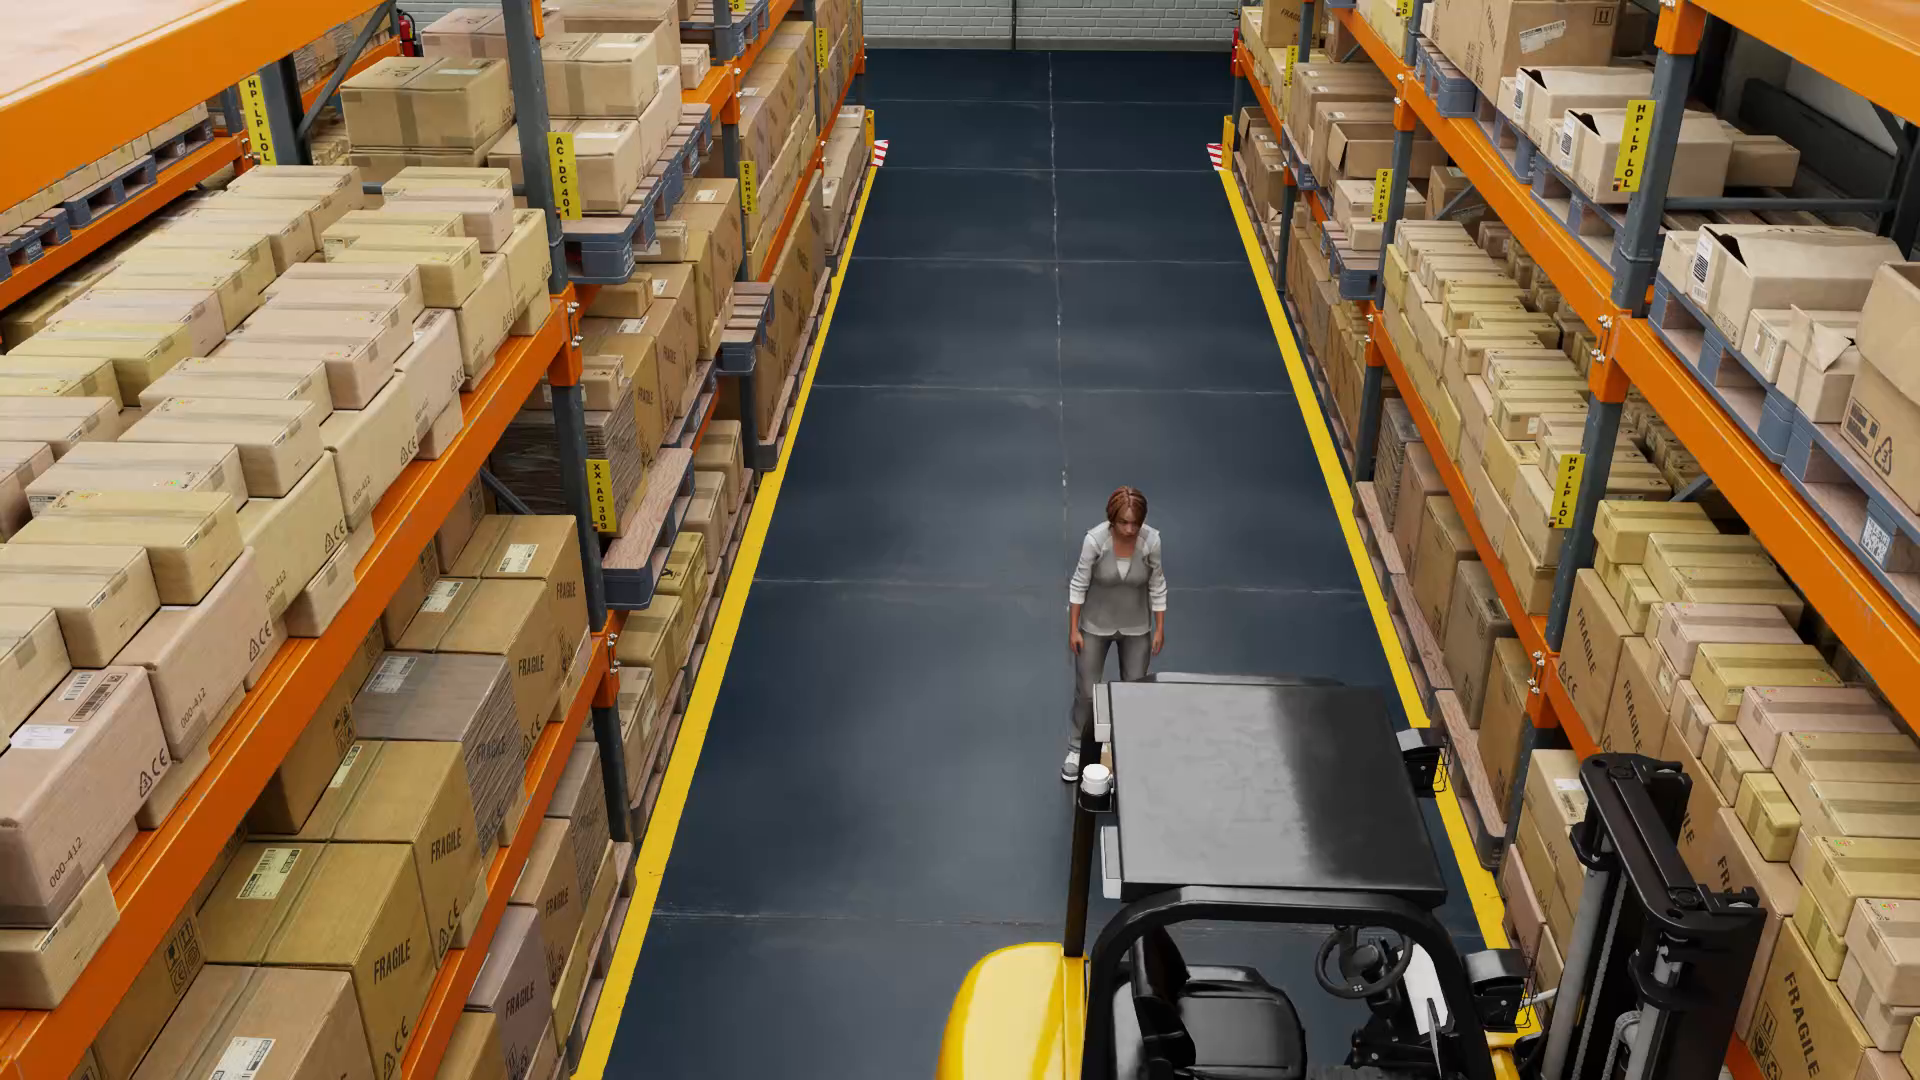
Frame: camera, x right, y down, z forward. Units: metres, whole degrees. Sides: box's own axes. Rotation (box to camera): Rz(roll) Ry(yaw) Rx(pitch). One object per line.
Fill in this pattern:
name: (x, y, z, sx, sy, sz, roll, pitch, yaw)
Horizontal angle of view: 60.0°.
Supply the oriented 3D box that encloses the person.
person: (0.749, 0.440, 8.033, 0.483, 1.594, 0.341, 0, 28, 0)
